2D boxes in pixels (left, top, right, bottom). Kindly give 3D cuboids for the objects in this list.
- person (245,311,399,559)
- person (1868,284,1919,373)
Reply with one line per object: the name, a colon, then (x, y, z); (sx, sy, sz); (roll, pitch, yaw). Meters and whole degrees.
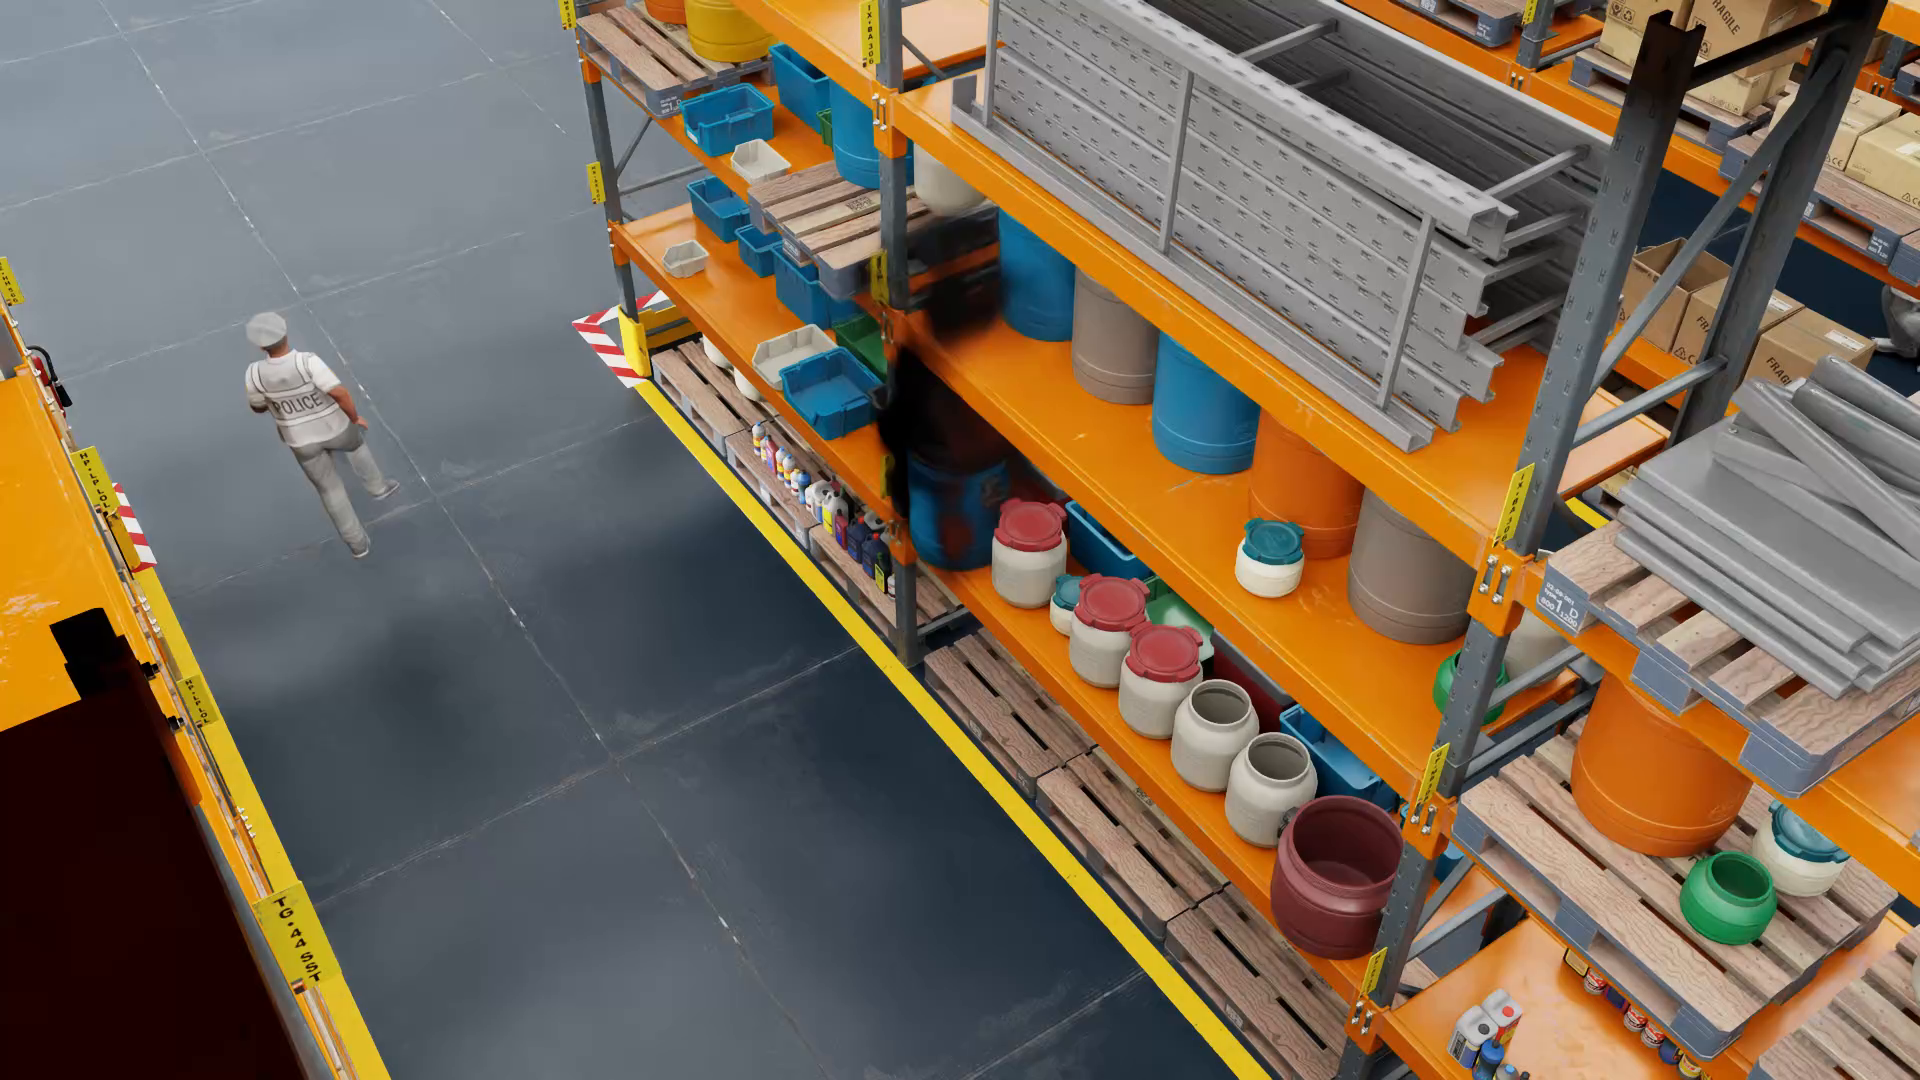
person: (-4.174, -0.704, 10.845); (0.723, 1.757, 0.841); (-15, 45, -16)
person: (7.497, -2.134, 12.879); (0.892, 1.617, 0.676); (20, 46, 21)
